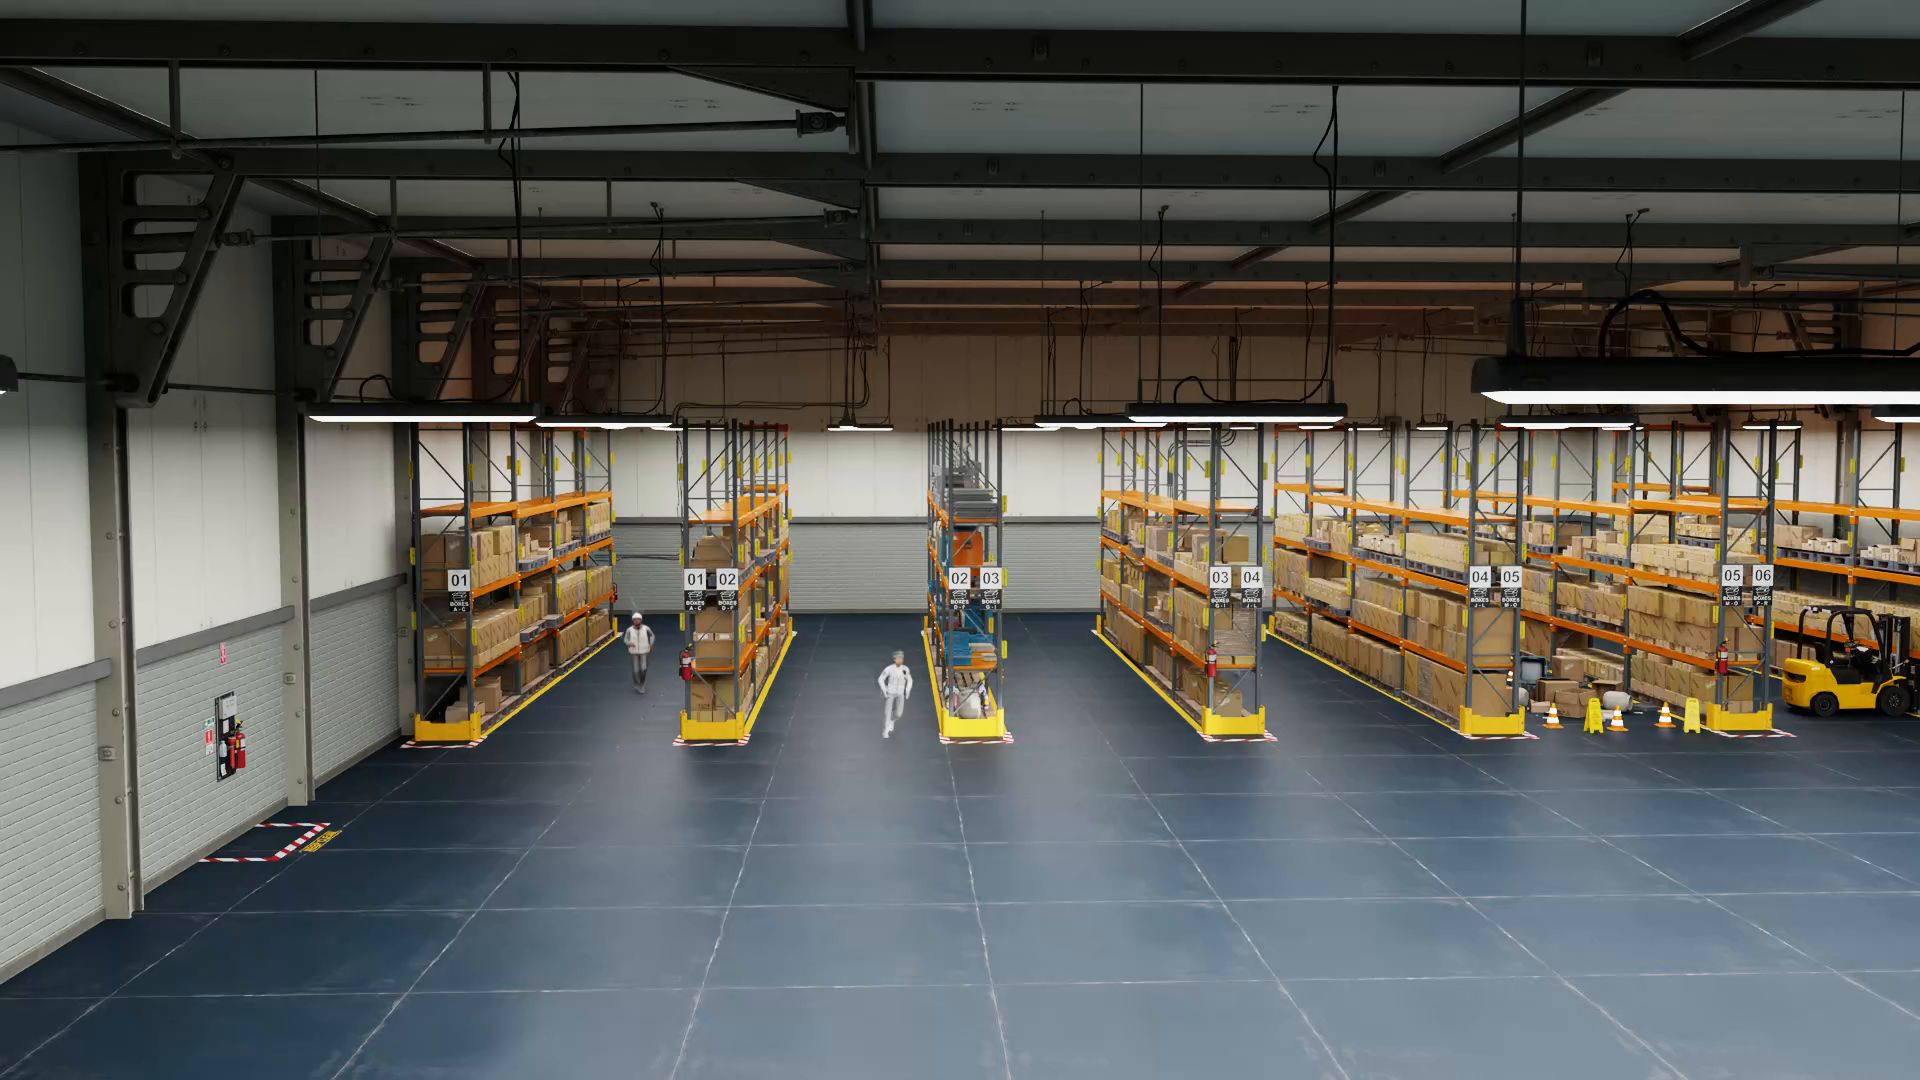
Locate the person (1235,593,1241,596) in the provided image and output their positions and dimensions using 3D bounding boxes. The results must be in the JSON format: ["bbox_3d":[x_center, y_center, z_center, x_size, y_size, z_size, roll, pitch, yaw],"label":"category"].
[{"bbox_3d":[7.766,1.916,46.764,0.659,1.675,0.800,0,4,8],"label":"person"}]

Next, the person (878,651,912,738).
[{"bbox_3d":[-1.203,2.905,31.334,0.674,1.632,0.473,-1,4,-13],"label":"person"}]

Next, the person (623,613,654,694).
[{"bbox_3d":[-7.087,2.506,36.689,0.661,1.798,0.707,0,4,-7],"label":"person"}]

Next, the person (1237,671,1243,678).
[{"bbox_3d":[6.613,2.411,39.384,0.532,1.612,0.758,0,4,-2],"label":"person"}]
